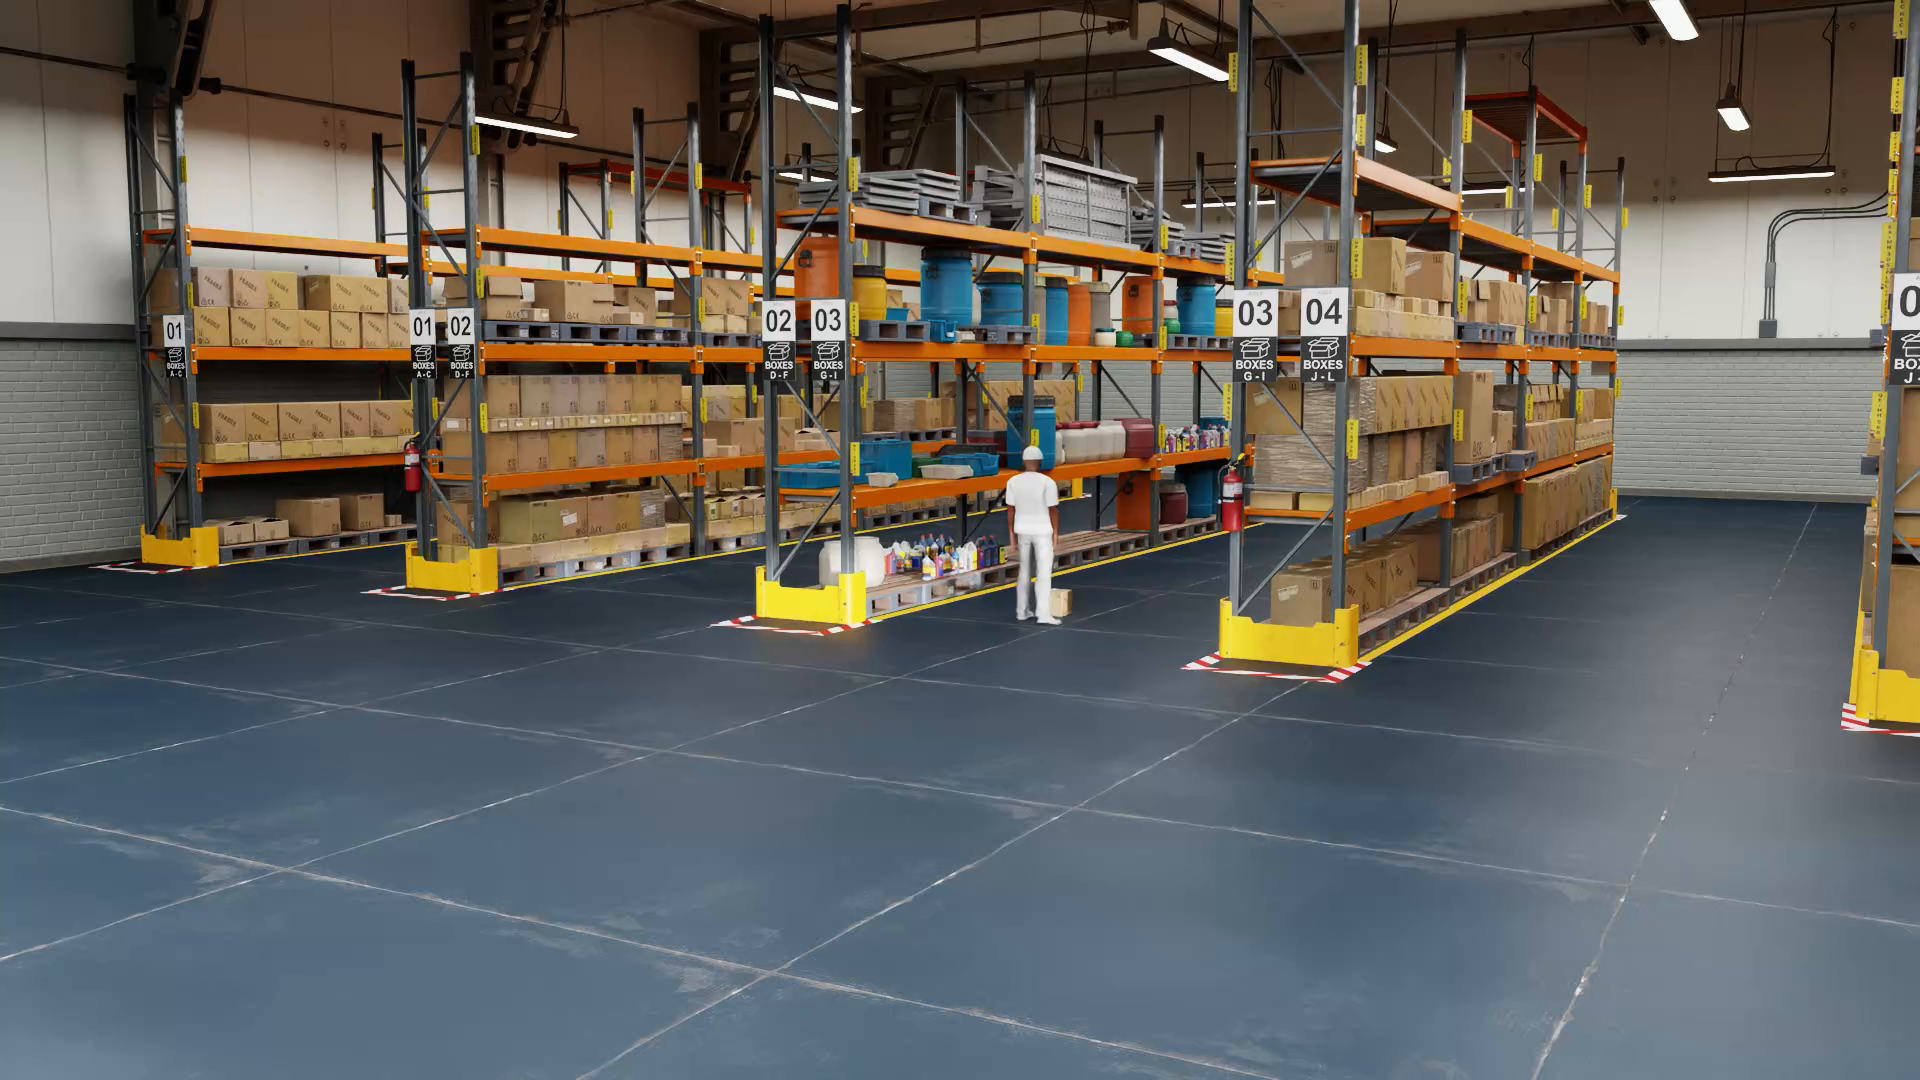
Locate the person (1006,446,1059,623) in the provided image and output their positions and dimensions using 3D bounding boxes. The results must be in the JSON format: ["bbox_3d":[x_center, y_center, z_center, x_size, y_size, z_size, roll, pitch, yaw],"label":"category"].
[{"bbox_3d":[0.741,-0.051,16.685,0.567,1.787,0.424,3,7,29],"label":"person"}]
